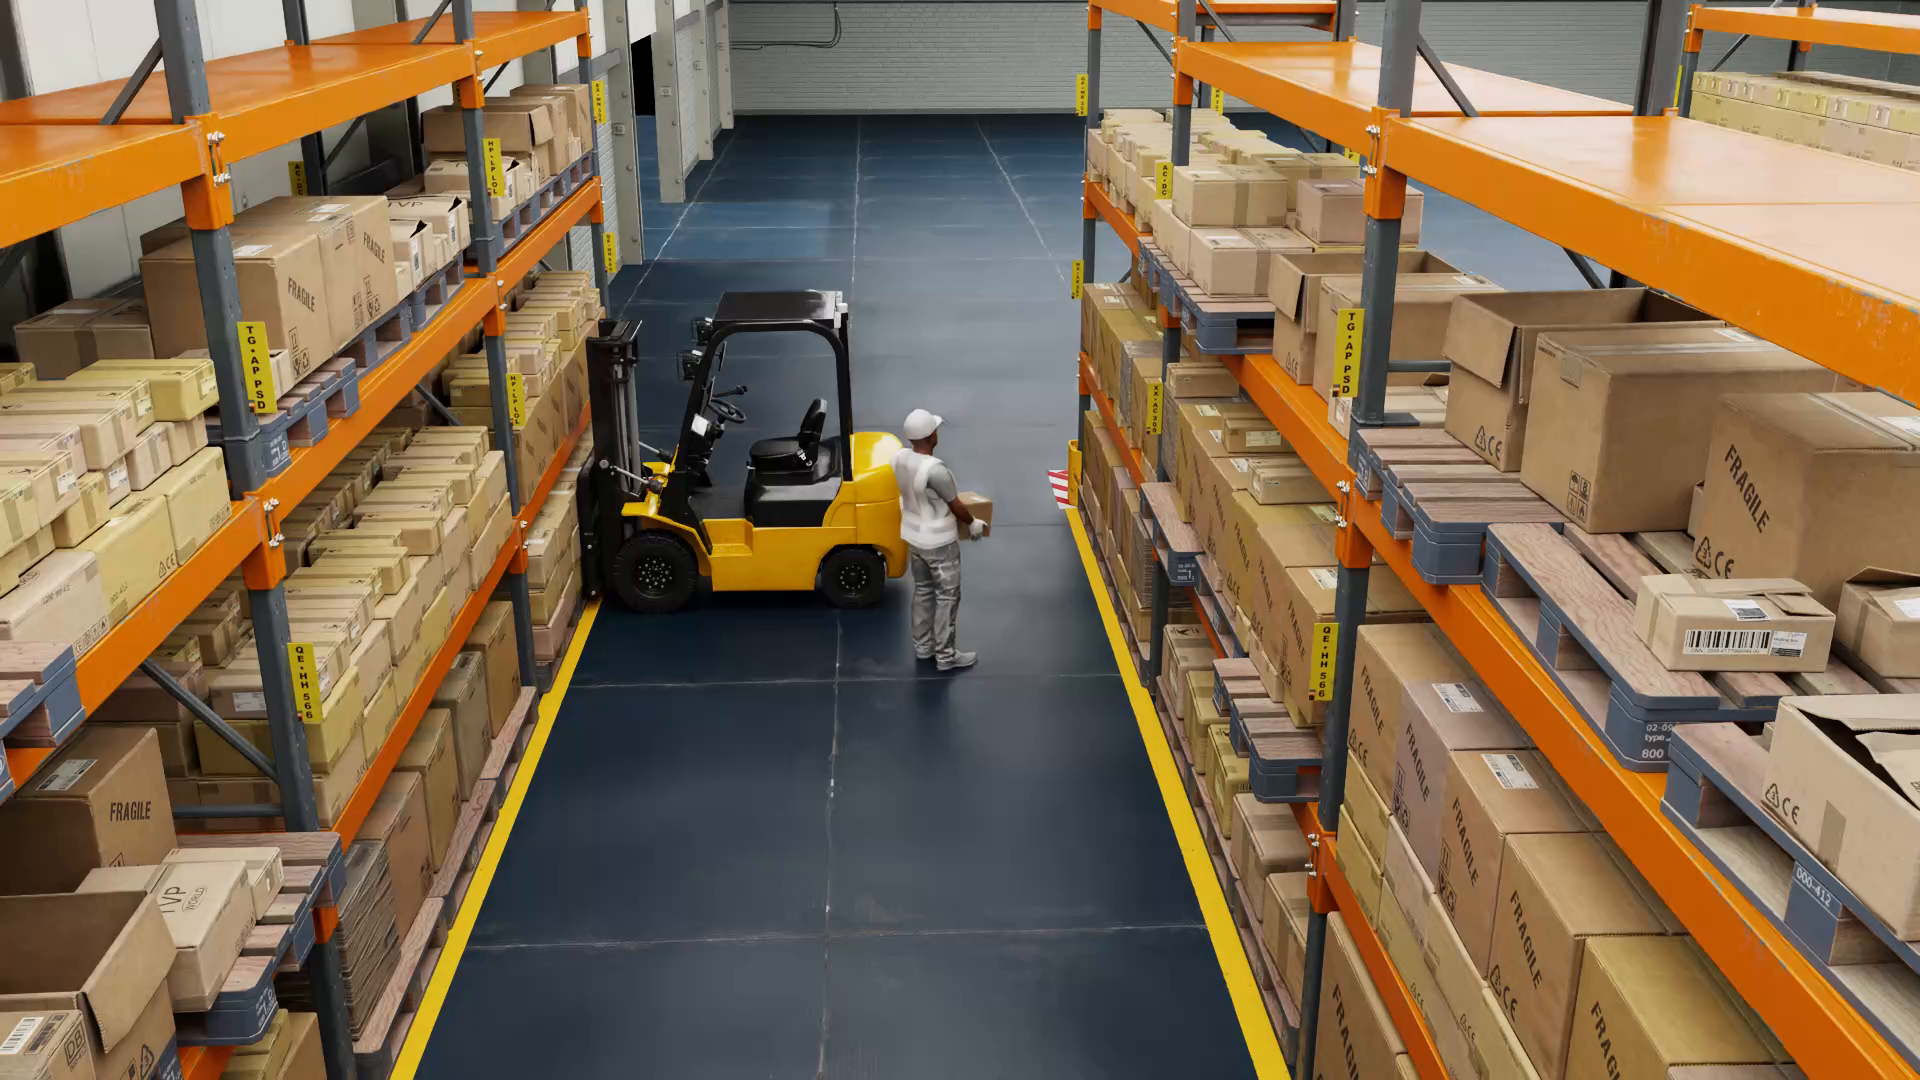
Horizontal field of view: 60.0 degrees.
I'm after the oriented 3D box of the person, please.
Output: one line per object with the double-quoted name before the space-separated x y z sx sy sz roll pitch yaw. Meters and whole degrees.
"person" -0.127 -0.030 11.123 0.570 1.787 0.503 -14 24 -33
